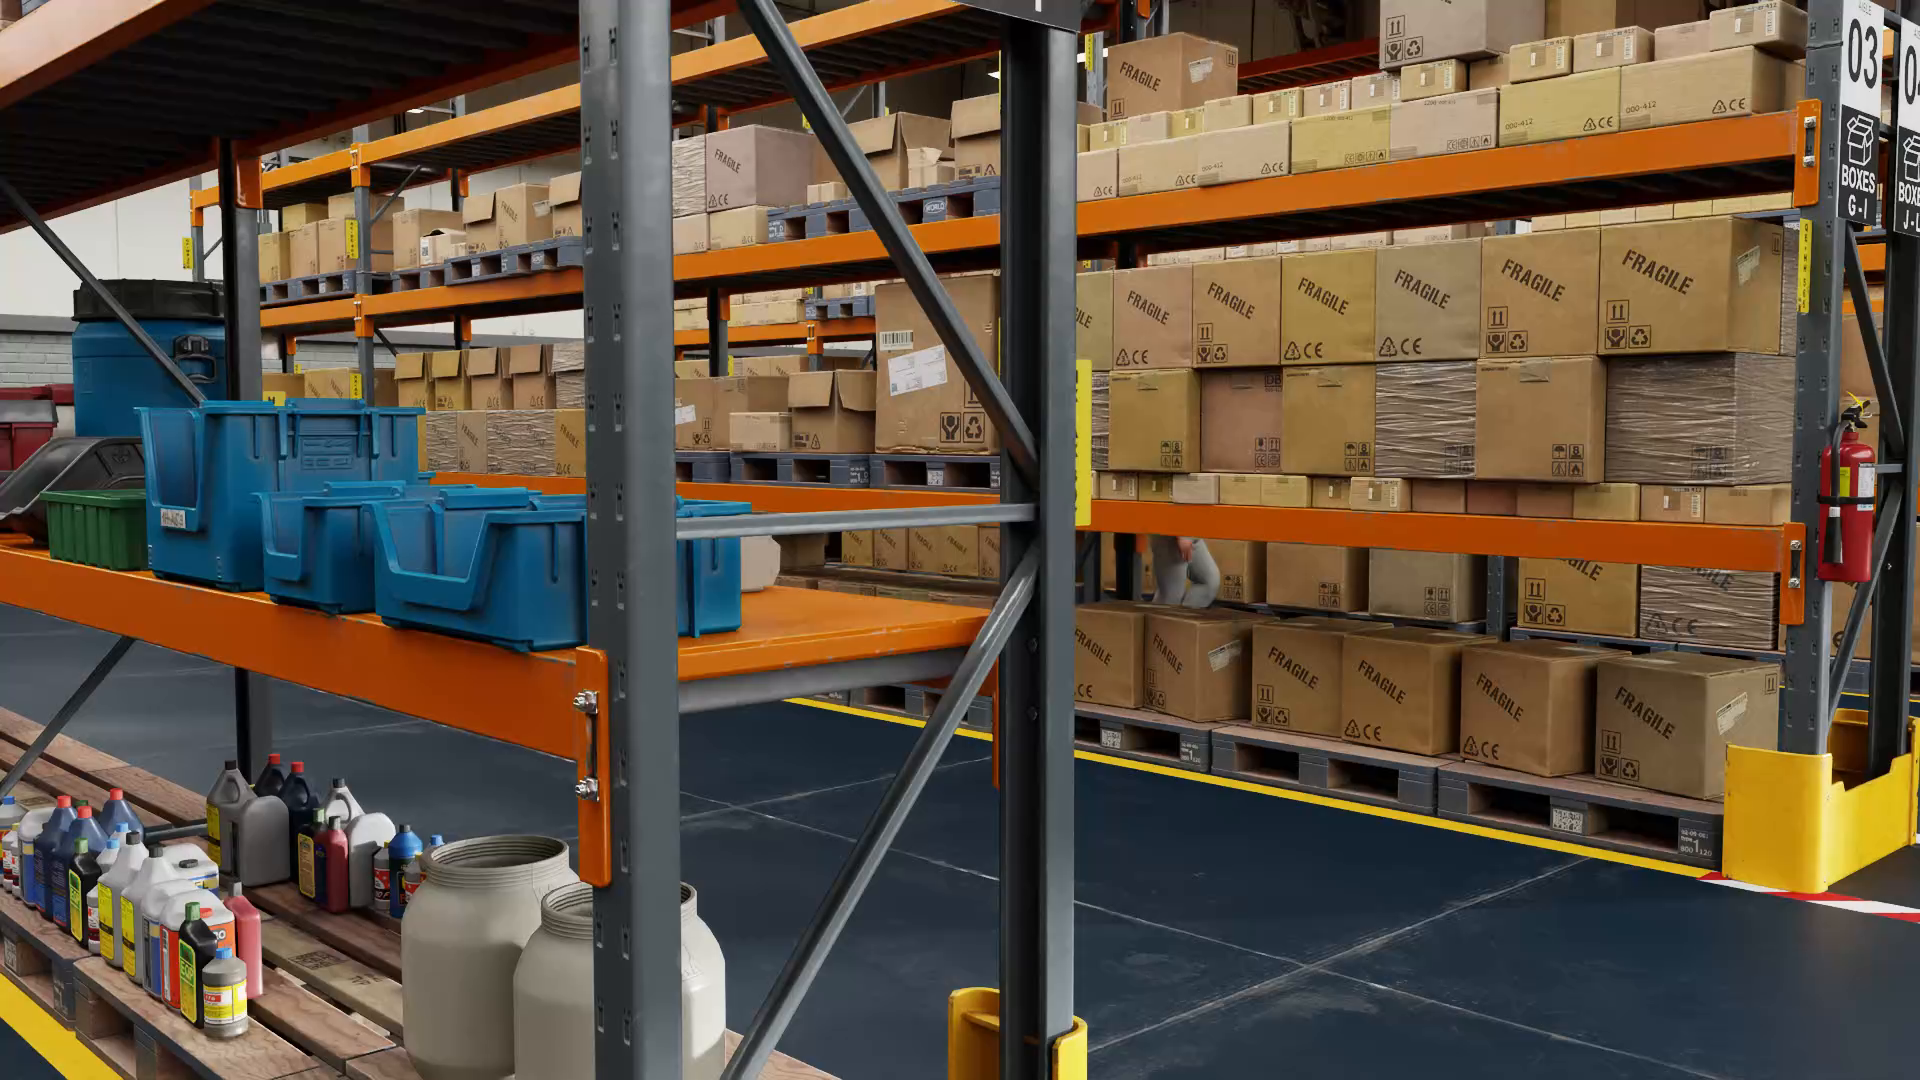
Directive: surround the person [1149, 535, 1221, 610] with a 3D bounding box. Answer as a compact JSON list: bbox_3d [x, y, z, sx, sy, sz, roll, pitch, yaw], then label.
[{"bbox_3d":[1.555,0.002,11.643,0.484,1.829,0.574,1,4,21],"label":"person"}]
